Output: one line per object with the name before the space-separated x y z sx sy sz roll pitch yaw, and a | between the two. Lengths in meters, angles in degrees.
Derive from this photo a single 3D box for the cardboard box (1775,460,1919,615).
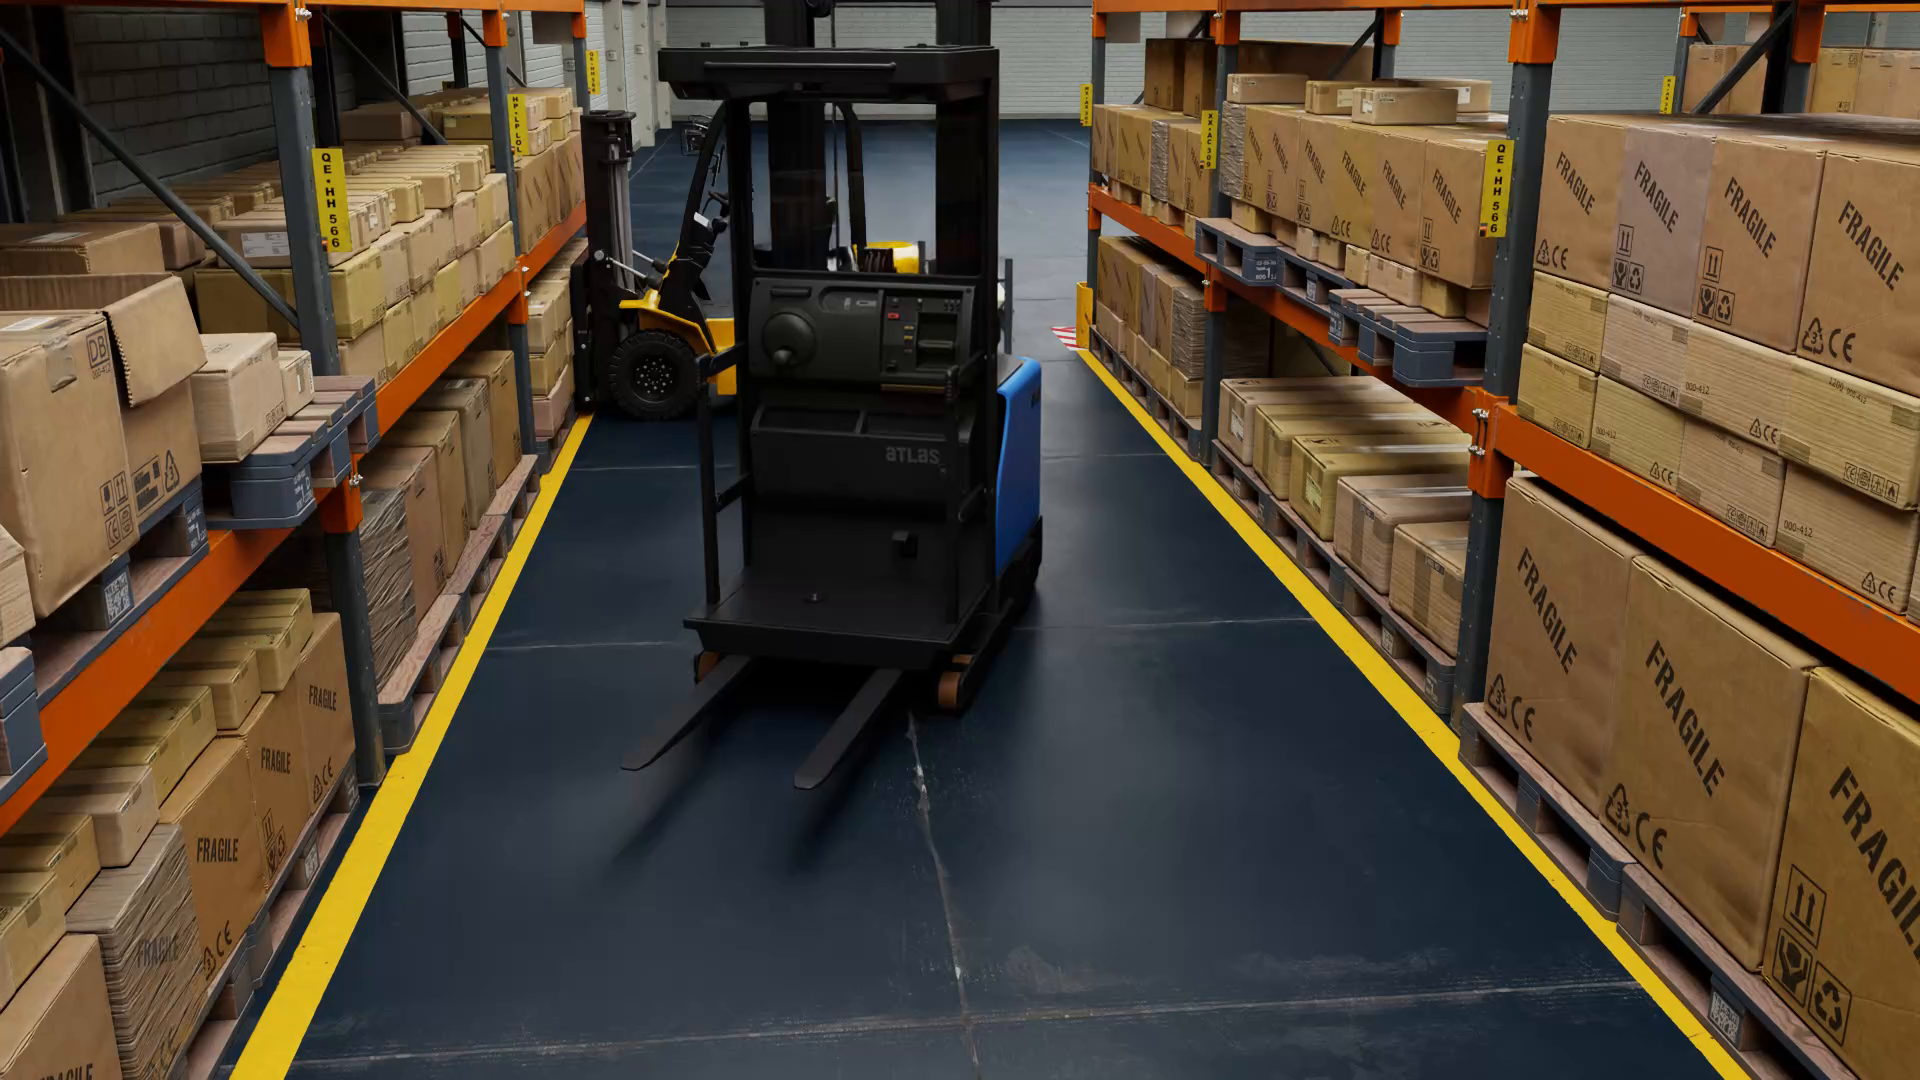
cardboard box | 2.355 -0.027 4.006 0.500 0.250 0.500 -2 18 -6

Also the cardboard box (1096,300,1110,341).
cardboard box | 1.365 -1.731 13.073 0.500 0.250 0.500 -2 18 -6

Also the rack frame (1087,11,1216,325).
rack frame | 1.556 -3.092 13.517 1.000 3.000 0.127 -2 18 -6

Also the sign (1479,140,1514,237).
sign | 1.843 -1.203 5.701 0.100 0.325 0.005 -2 18 -6

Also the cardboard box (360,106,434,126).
cardboard box | -3.327 -2.485 9.838 0.380 0.149 0.250 -2 18 -6

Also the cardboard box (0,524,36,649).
cardboard box | -1.904 0.076 2.950 0.396 0.266 0.258 -1 17 -3

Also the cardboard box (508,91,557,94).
cardboard box | -3.072 -3.110 11.829 0.380 0.149 0.250 -2 18 -5

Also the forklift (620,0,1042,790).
forklift | -0.448 -0.846 6.479 1.130 2.935 3.031 4 18 13

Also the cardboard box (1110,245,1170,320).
cardboard box | 1.426 -1.926 12.443 0.500 0.500 0.500 -2 18 -8

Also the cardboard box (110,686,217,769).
cardboard box | -2.228 0.509 4.438 0.380 0.149 0.250 -1 17 -4

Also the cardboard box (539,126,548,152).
cardboard box | -2.799 -2.514 10.426 0.380 0.149 0.250 -2 18 -6

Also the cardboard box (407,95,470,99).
cardboard box | -3.532 -2.939 11.285 0.380 0.149 0.250 -2 18 -7

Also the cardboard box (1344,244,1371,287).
cardboard box | 1.883 -1.187 7.169 0.380 0.149 0.250 -1 17 -5

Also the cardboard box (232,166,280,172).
cardboard box | -3.066 -1.610 7.547 0.380 0.149 0.250 -2 18 -6

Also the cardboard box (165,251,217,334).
cardboard box | -2.878 -0.846 5.779 0.500 0.250 0.500 -1 17 -4

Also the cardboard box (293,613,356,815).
cardboard box | -2.298 0.558 5.364 0.500 0.500 0.500 -1 17 -4

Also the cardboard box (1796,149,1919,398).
cardboard box | 2.337 -0.626 3.827 0.500 0.500 0.500 -1 17 -5

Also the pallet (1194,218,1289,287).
pallet | 1.903 -1.576 9.010 1.003 0.211 1.213 -2 18 -6

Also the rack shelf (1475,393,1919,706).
rack shelf | 2.588 0.231 4.135 1.077 0.370 4.000 -2 18 -6

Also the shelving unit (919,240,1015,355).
shelving unit | 0.020 -0.735 8.514 0.431 1.500 0.755 -2 17 -5

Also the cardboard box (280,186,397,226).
cardboard box | -2.471 -1.322 6.629 0.380 0.149 0.250 -2 17 -5

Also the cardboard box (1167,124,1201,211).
cardboard box | 1.616 -2.367 10.546 0.500 0.500 0.500 -1 17 -4

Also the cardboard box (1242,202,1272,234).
cardboard box | 1.729 -1.731 8.902 0.380 0.149 0.250 -1 17 -5

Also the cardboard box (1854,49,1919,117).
cardboard box | 6.787 -3.106 11.510 0.875 0.550 0.550 -2 18 -6

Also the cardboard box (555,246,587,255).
cardboard box | -2.964 -2.023 12.334 0.500 0.250 0.500 -1 17 -5

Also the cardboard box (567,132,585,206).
cardboard box | -3.024 -2.691 12.075 0.500 0.500 0.500 -1 17 -4

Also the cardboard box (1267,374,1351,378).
cardboard box | 2.177 -0.972 10.656 0.500 0.250 0.500 -3 18 -8

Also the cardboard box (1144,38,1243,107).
cardboard box | 1.826 -3.613 12.844 0.700 0.500 0.500 -2 18 -7

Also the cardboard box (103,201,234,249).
cardboard box | -2.894 -1.155 6.099 0.380 0.149 0.250 -2 18 -6

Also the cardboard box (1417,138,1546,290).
cardboard box | 2.058 -1.225 6.206 0.500 0.500 0.500 -2 18 -7

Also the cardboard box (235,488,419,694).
cardboard box | -2.606 0.193 6.319 0.875 0.625 0.625 -1 17 -4

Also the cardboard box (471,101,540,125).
cardboard box | -2.836 -2.656 10.382 0.380 0.149 0.250 -2 18 -7

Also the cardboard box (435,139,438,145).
cardboard box | -3.401 -2.419 10.125 0.380 0.149 0.250 -2 18 -5

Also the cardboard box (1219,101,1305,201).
cardboard box | 1.732 -2.141 9.125 0.500 0.500 0.500 -1 17 -4

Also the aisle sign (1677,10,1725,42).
aisle sign | 6.164 -4.527 13.748 0.394 0.787 0.004 -2 18 -6

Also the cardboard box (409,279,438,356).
cardboard box | -2.465 -0.925 6.866 0.500 0.250 0.500 -2 18 -7

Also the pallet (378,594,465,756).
pallet | -2.601 0.530 6.636 1.003 0.211 1.213 -2 18 -6

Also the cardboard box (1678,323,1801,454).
cardboard box | 2.279 -0.414 4.403 0.500 0.250 0.500 -2 18 -6

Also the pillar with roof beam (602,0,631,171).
pillar with roof beam | -1.780 -11.060 28.882 9.100 9.000 0.400 -2 18 -6

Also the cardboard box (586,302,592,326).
cardboard box | -2.904 -1.626 11.903 0.500 0.250 0.500 -2 18 -7

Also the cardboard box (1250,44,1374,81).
cardboard box | 2.139 -2.704 9.950 0.700 0.500 0.500 -2 18 -6

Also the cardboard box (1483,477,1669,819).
cardboard box | 2.370 0.314 5.517 0.875 0.875 0.875 -2 18 -6

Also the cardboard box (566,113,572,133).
cardboard box | -3.044 -3.045 12.119 0.380 0.149 0.250 -1 17 -5

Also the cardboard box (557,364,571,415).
cardboard box | -2.756 -0.939 10.550 0.500 0.250 0.500 -2 18 -7

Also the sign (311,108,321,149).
sign | -3.520 -2.179 9.031 0.100 0.325 0.005 -2 18 -6

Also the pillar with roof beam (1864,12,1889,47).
pillar with roof beam | 19.751 -15.342 42.523 9.100 9.000 0.400 -2 18 -6

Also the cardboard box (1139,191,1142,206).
cardboard box | 1.500 -2.478 11.981 0.380 0.149 0.250 -1 17 -4

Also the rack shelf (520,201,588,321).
rack shelf | -3.174 -1.998 11.235 1.077 0.370 4.000 -2 18 -6

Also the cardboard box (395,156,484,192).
cardboard box | -2.535 -1.783 8.097 0.380 0.149 0.250 -2 18 -7

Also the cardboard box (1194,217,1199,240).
cardboard box | 1.633 -1.866 10.033 0.380 0.149 0.250 -2 18 -6

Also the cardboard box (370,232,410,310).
cardboard box | -2.409 -1.010 6.301 0.500 0.250 0.500 -1 17 -4

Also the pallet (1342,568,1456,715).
pallet | 2.302 0.389 7.084 1.003 0.211 1.213 -2 18 -6
